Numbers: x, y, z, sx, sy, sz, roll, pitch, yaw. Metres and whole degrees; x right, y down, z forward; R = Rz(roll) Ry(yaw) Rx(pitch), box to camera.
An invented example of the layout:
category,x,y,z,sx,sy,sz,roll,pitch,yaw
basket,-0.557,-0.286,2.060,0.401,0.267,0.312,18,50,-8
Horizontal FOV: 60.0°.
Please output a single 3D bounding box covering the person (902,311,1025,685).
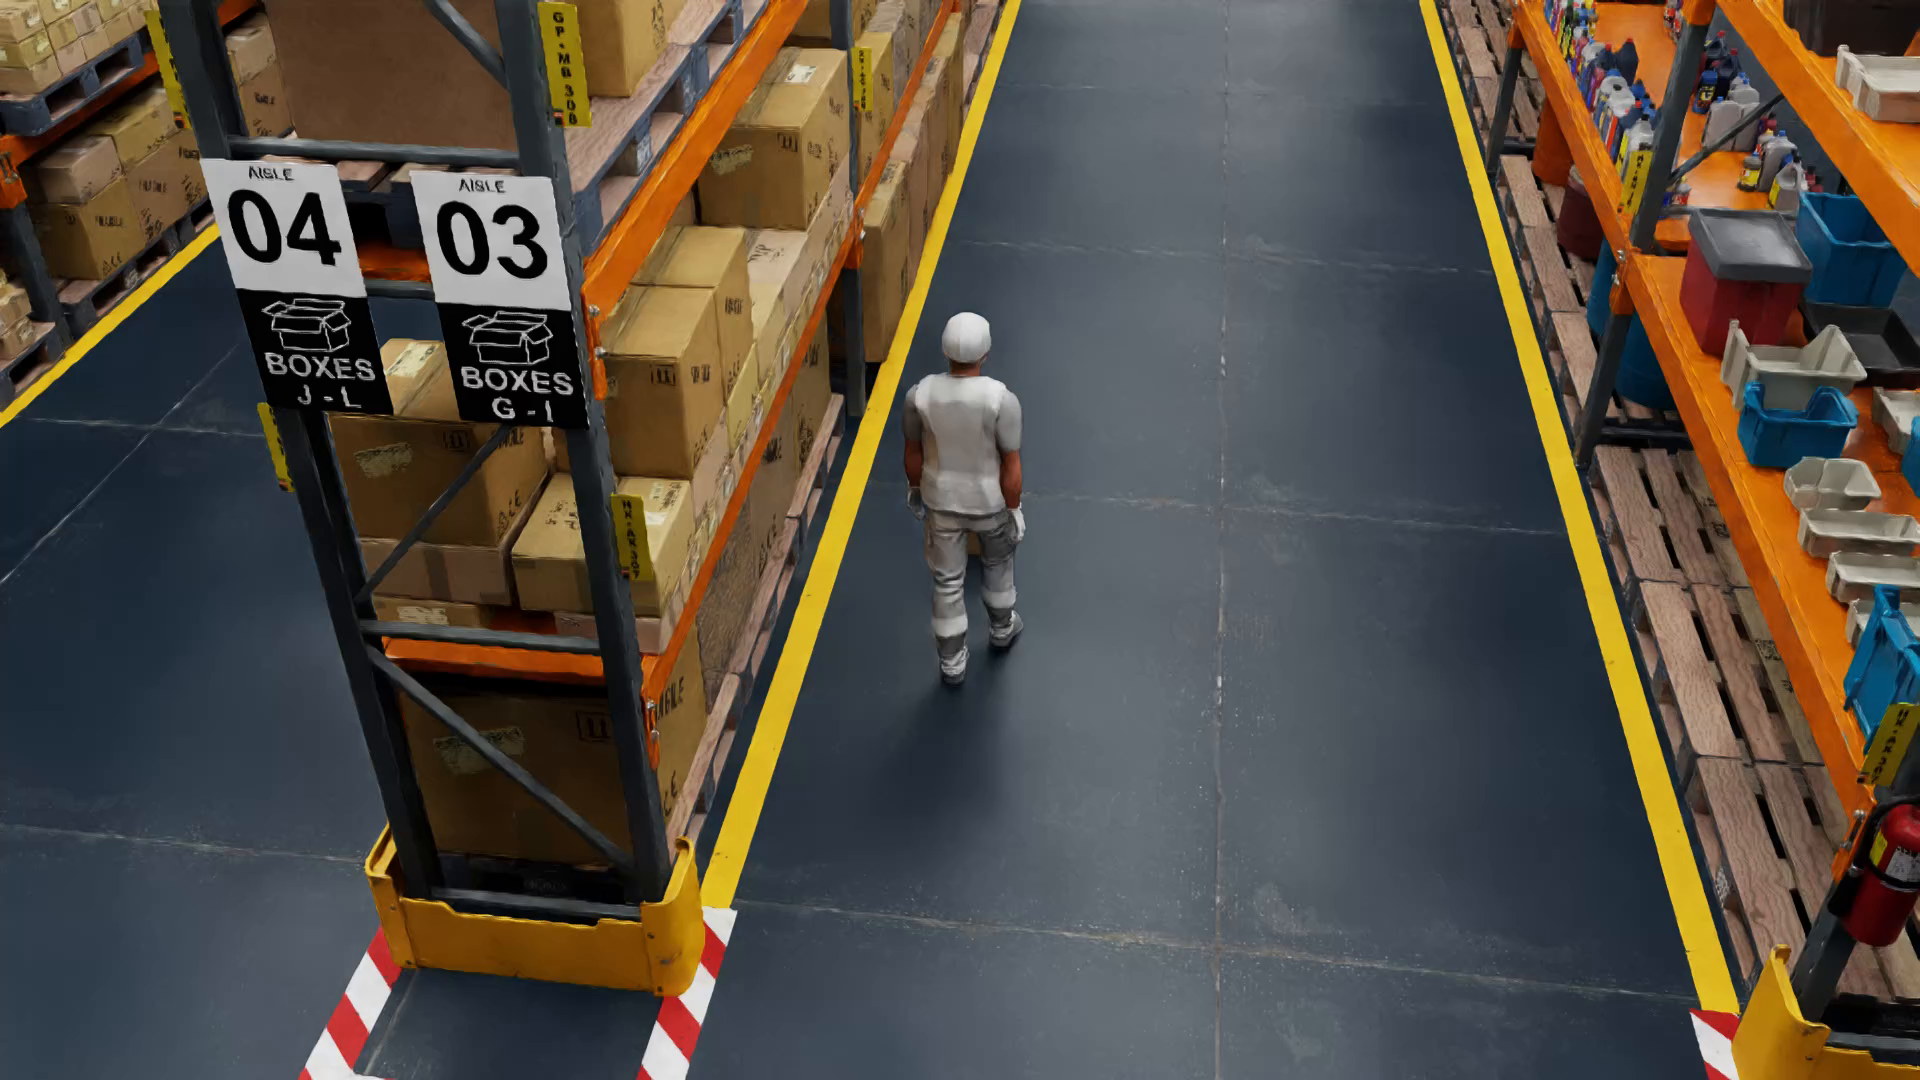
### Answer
category,x,y,z,sx,sy,sz,roll,pitch,yaw
person,0.034,-0.210,7.309,0.544,1.805,0.586,5,36,7
